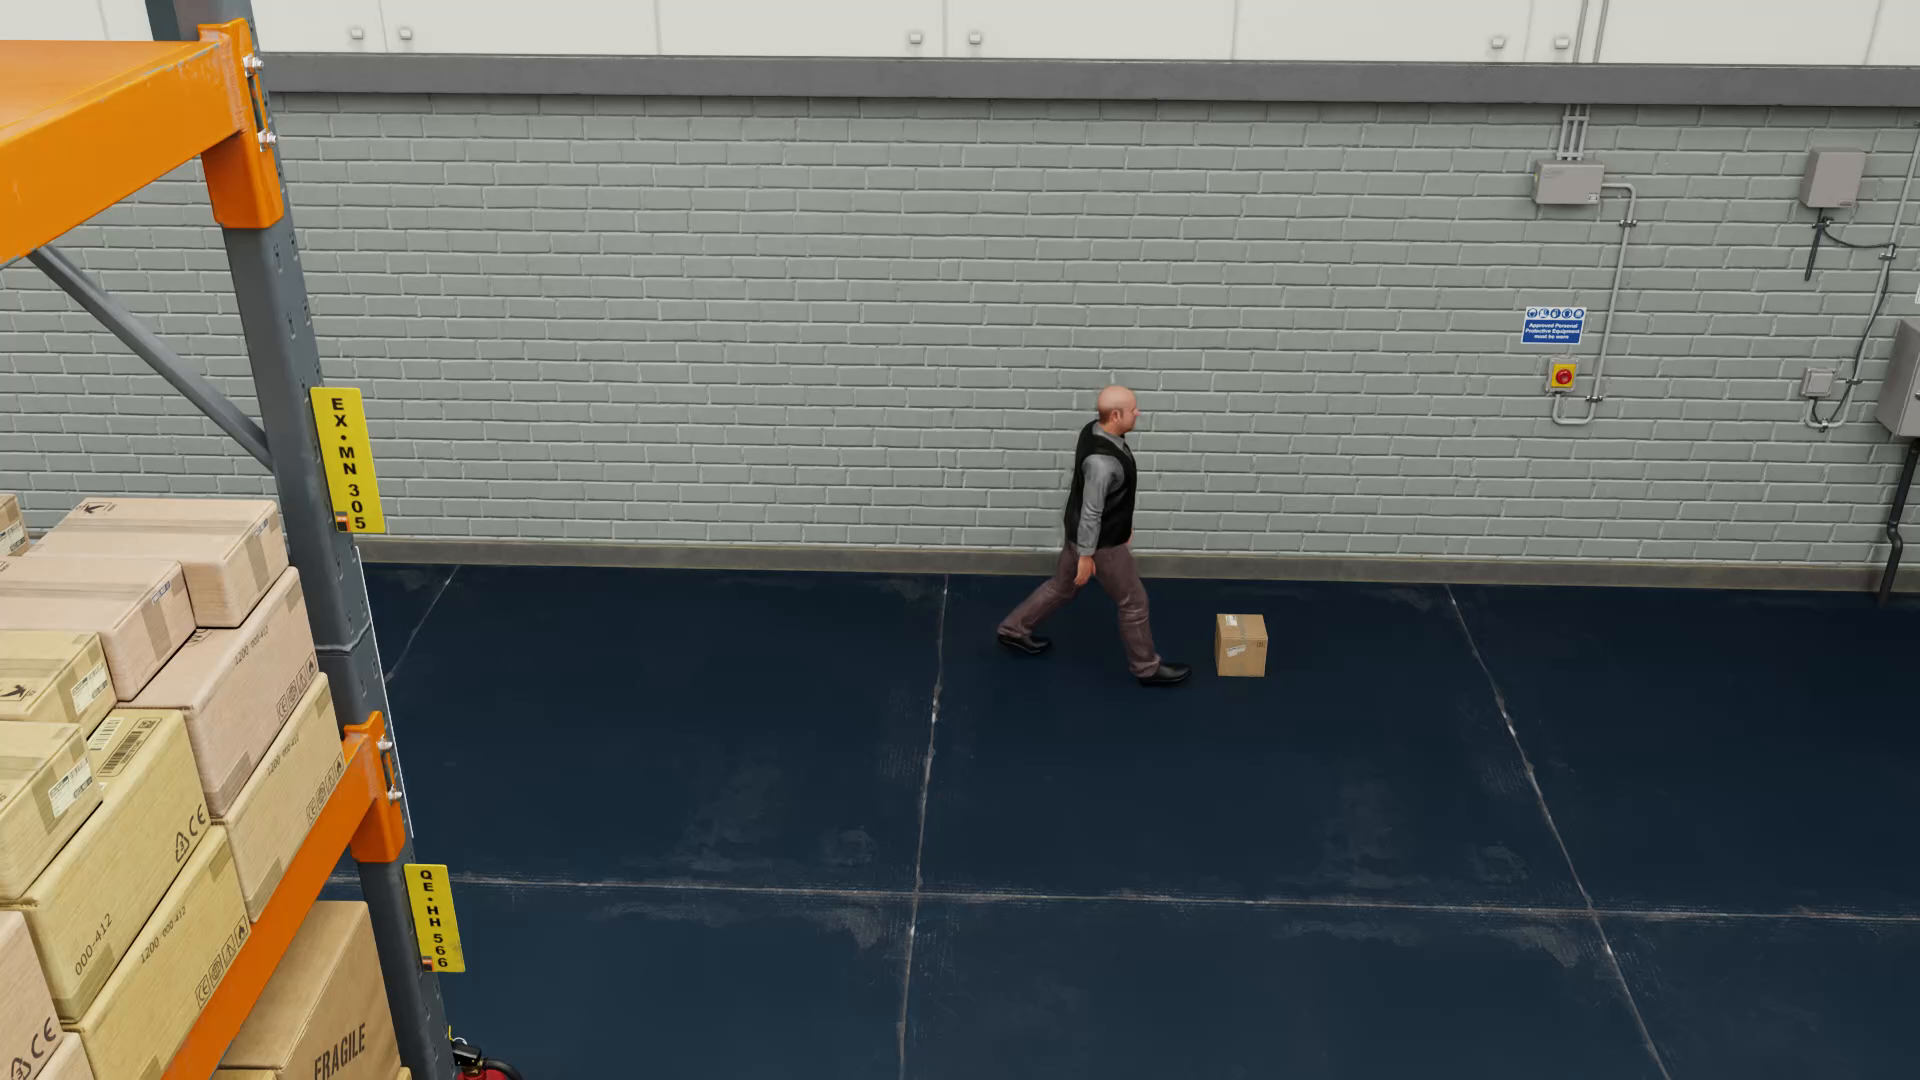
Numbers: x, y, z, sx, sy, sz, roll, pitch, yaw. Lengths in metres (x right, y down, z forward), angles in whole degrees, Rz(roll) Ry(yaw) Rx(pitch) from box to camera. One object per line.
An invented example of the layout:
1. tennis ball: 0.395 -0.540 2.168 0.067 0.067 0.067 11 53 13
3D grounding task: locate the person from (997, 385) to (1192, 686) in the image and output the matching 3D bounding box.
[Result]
1. person: 0.727 -0.024 8.717 1.047 1.682 0.559 0 28 -1
